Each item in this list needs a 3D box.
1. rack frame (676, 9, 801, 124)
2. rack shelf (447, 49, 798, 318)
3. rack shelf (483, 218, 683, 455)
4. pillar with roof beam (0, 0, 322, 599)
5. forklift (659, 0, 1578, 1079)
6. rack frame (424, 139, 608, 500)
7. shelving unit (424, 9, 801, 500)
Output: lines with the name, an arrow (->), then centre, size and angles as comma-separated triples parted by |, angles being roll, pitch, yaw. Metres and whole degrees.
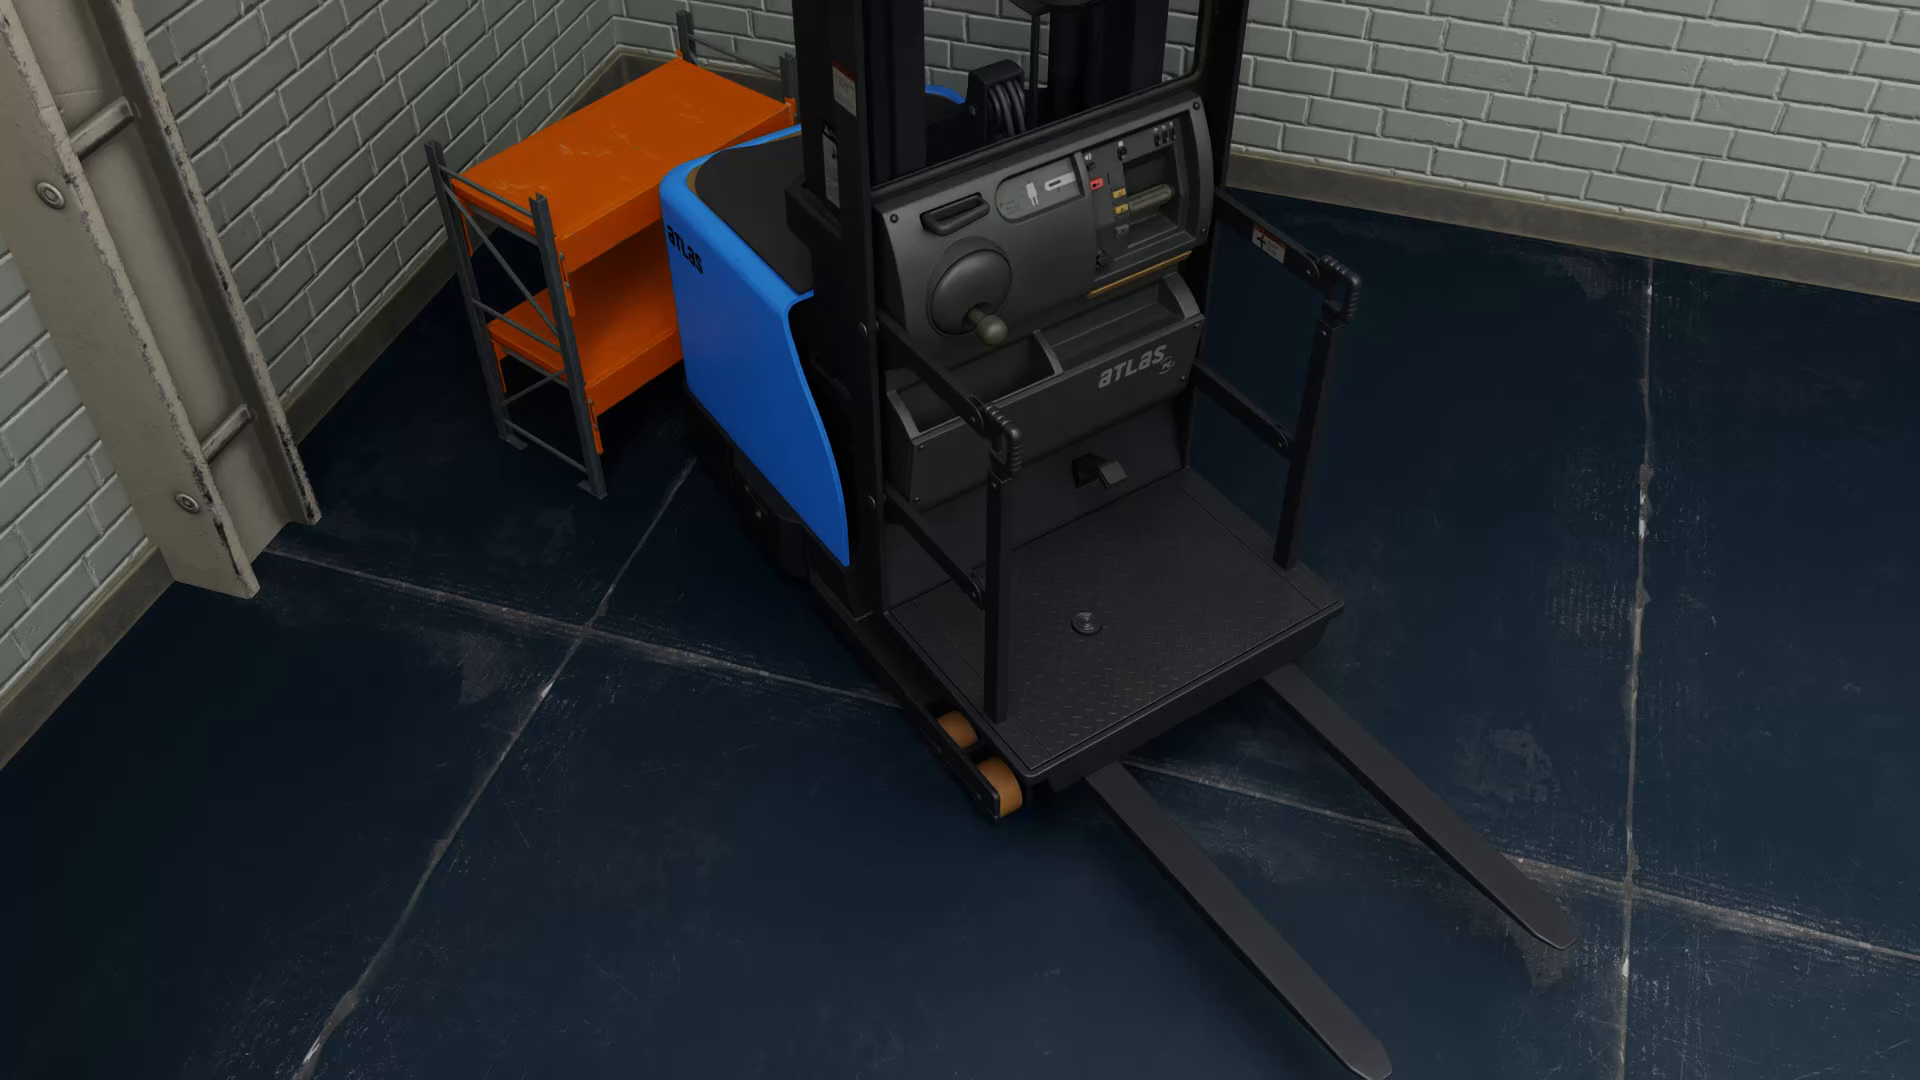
rack frame -> -0.715, -1.205, 5.675 | 0.500, 1.125, 0.032 | 29, 51, 27
rack shelf -> -1.033, -1.136, 5.187 | 0.538, 0.278, 1.000 | 29, 51, 27
rack shelf -> -1.032, -0.752, 5.563 | 0.538, 0.278, 1.000 | 29, 51, 27
pillar with roof beam -> 1.854, -2.288, 1.154 | 9.100, 9.000, 0.400 | 13, 46, 13
forklift -> 0.351, -0.685, 3.854 | 1.130, 2.935, 3.031 | -25, 50, -24
rack frame -> -1.349, -0.648, 5.108 | 0.500, 1.125, 0.032 | 29, 51, 27
shelving unit -> -1.032, -0.927, 5.391 | 0.538, 1.125, 1.048 | 29, 51, 27
